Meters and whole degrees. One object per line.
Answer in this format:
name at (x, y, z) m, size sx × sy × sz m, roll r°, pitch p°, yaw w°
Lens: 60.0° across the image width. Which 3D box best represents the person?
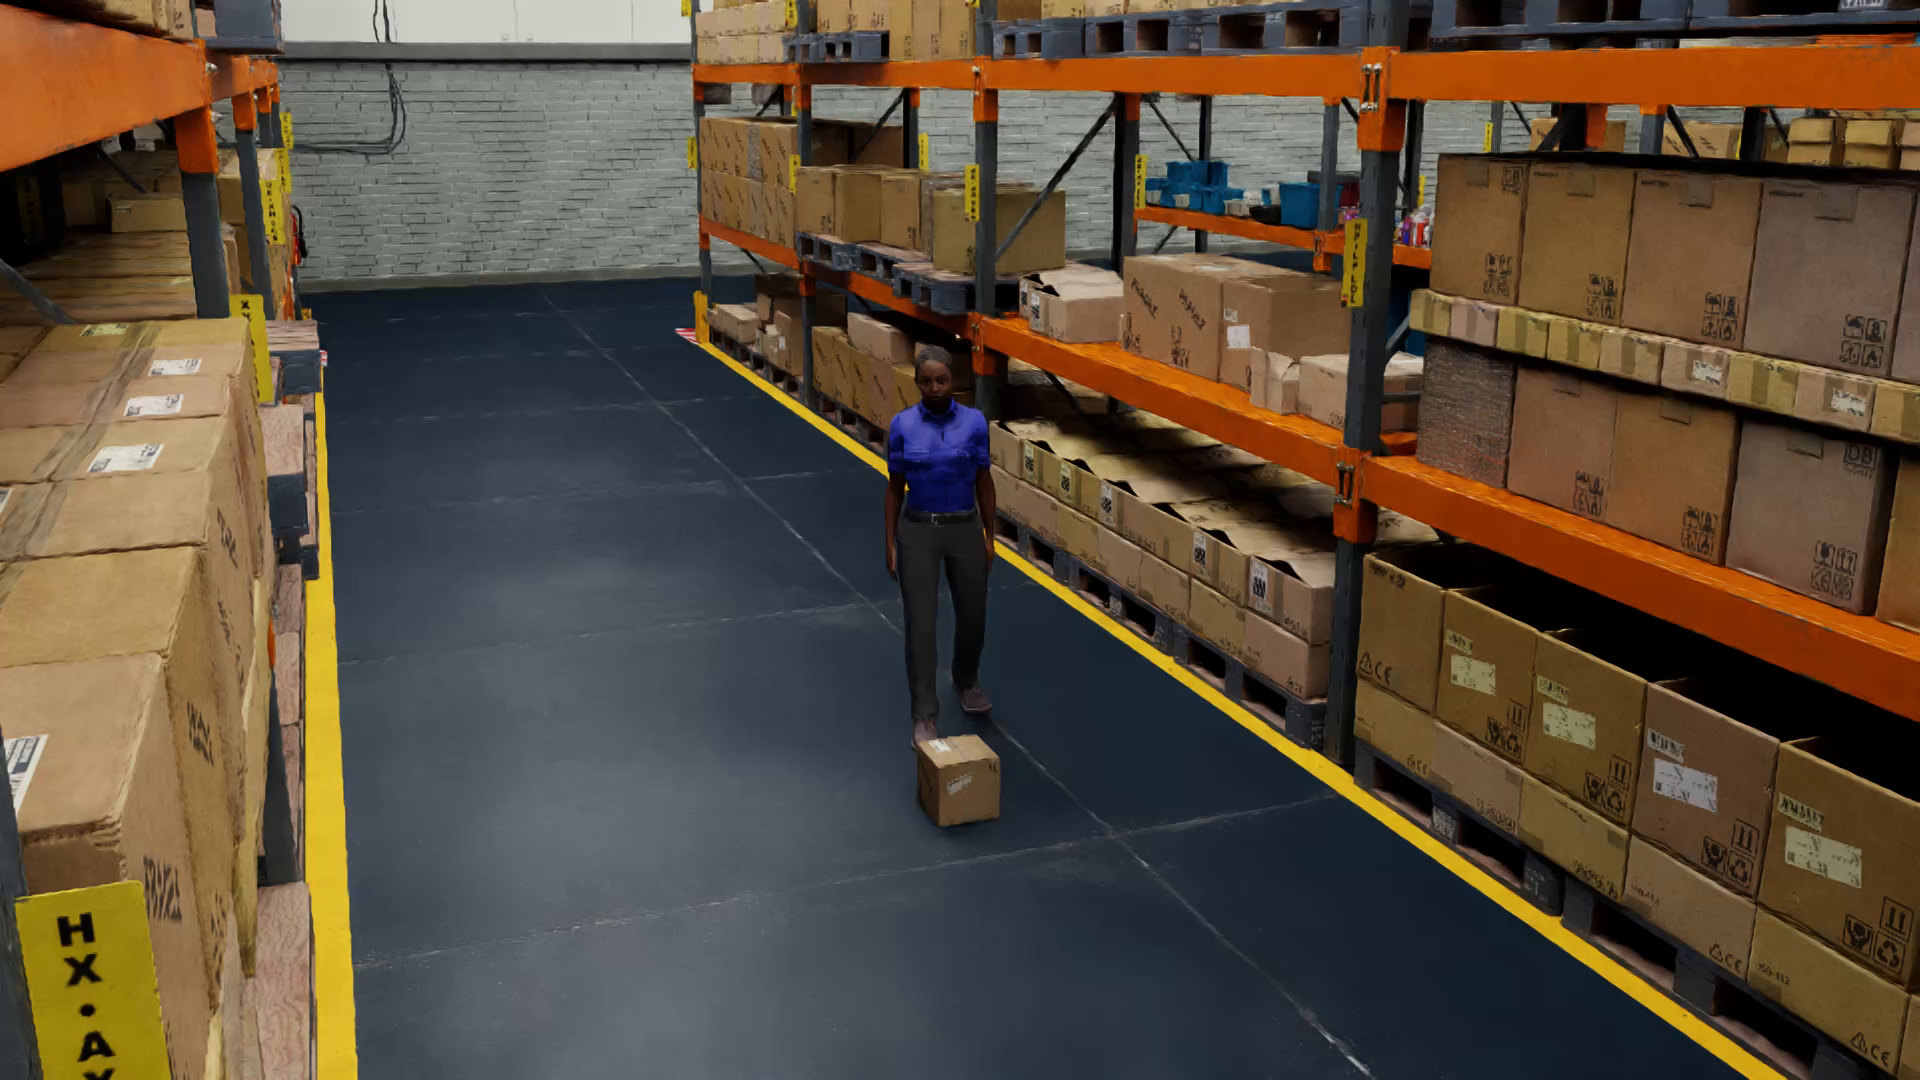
person at (-0.083, 0.006, 6.976) m, size 0.463 × 1.656 × 0.654 m, roll -1°, pitch 16°, yaw -4°
